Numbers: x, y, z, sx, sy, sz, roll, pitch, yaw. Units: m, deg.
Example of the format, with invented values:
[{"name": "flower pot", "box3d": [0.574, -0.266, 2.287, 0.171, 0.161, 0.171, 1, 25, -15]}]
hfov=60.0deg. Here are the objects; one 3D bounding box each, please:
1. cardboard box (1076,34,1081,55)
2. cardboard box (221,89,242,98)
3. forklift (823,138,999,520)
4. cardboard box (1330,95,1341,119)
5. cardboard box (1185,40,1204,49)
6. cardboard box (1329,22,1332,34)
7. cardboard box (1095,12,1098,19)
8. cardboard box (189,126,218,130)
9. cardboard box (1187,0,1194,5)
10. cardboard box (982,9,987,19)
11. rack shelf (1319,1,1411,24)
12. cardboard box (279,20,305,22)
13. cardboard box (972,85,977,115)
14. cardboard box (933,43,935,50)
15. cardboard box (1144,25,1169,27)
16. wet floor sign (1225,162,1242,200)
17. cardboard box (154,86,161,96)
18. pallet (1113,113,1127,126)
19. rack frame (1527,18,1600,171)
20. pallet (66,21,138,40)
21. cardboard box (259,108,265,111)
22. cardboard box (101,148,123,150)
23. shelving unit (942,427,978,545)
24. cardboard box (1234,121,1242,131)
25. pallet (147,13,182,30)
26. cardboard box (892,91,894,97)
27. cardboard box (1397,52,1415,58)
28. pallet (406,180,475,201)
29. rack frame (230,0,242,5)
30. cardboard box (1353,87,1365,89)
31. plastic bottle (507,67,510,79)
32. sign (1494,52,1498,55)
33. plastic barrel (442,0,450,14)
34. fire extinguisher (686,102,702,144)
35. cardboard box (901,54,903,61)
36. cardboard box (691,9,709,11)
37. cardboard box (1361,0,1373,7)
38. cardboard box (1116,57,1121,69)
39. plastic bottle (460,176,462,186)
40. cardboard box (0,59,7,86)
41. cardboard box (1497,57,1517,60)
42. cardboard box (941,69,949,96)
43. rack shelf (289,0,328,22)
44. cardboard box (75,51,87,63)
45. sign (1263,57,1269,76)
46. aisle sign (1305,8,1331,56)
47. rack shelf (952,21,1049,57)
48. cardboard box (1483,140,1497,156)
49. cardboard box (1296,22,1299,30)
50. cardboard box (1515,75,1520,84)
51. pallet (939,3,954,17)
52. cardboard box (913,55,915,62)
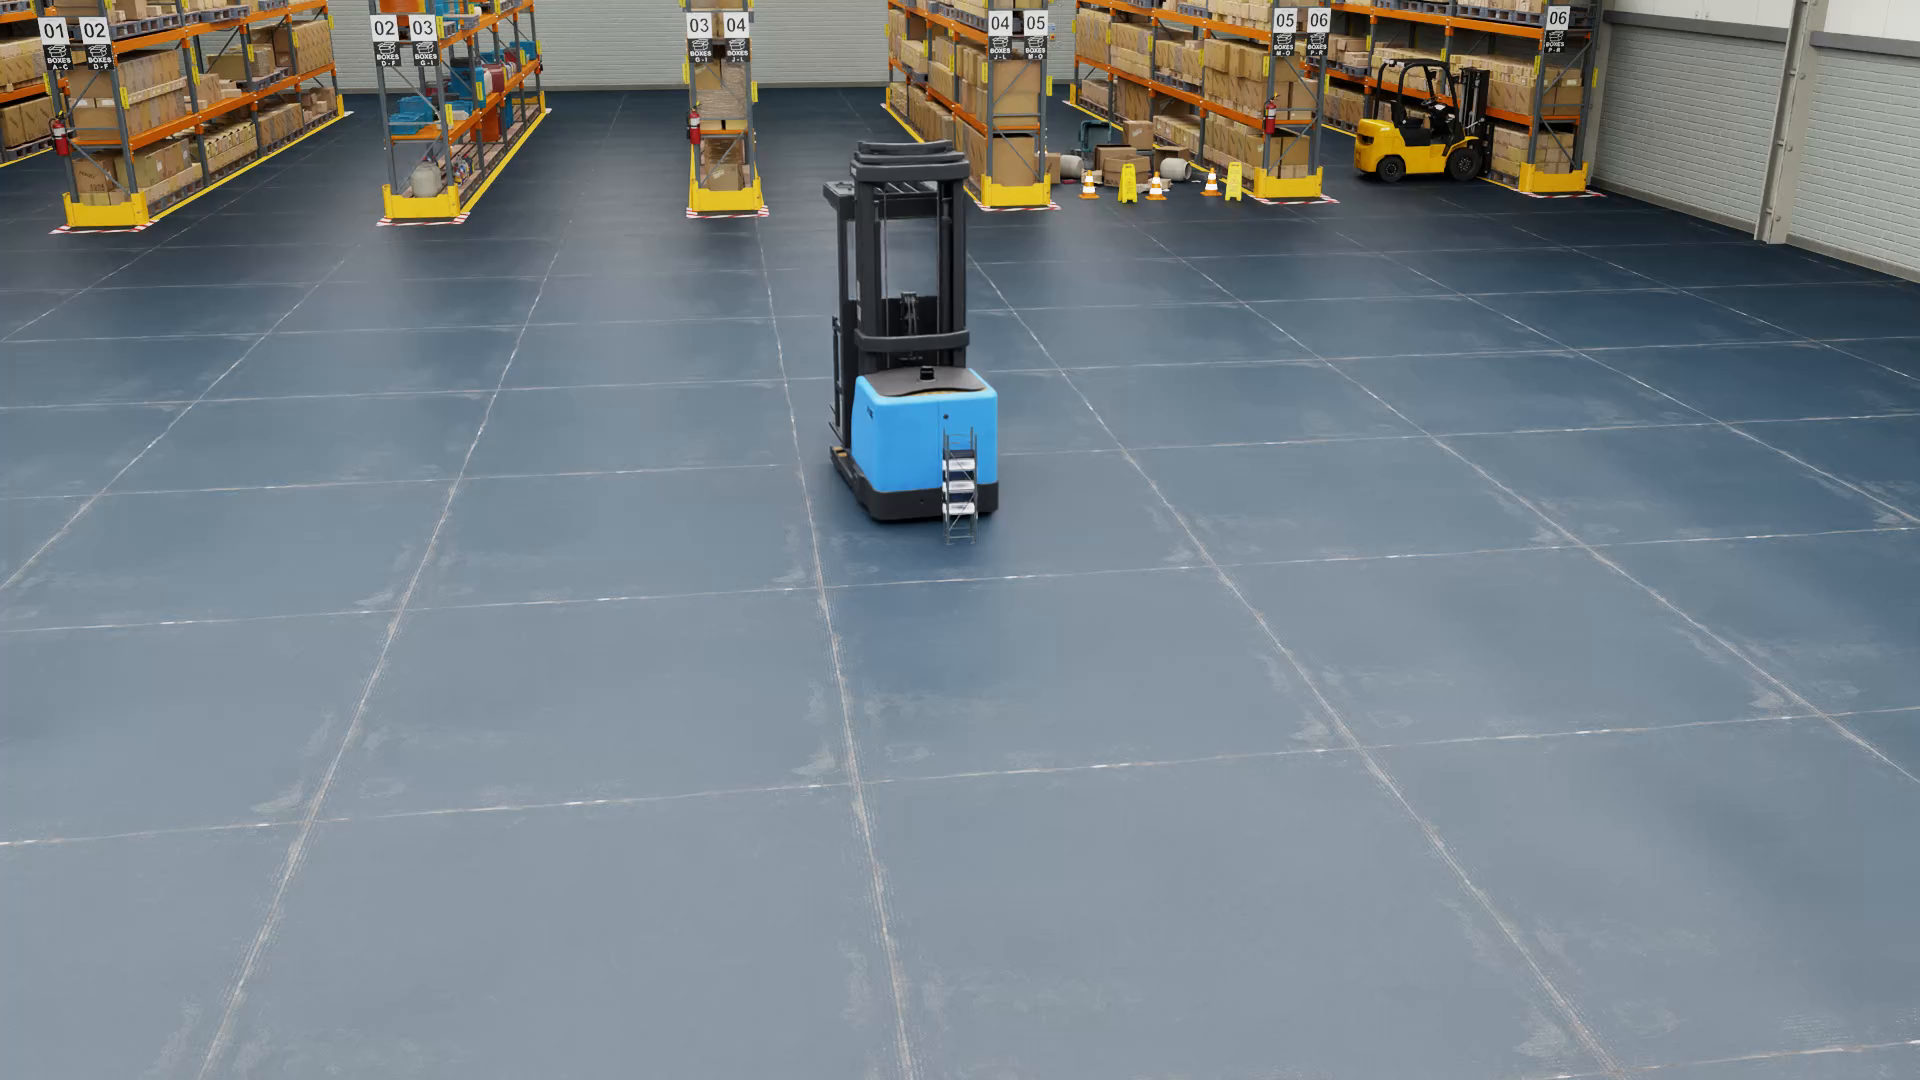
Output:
[{"name": "cardboard box", "box3d": [3.323, -12.928, 43.400, 0.500, 0.500, 0.500, -3, 21, -8]}, {"name": "cardboard box", "box3d": [-14.516, -8.879, 33.060, 0.380, 0.149, 0.250, -3, 21, -8]}, {"name": "forklift", "box3d": [-0.549, -2.015, 14.421, 1.130, 2.935, 3.031, -5, 21, -14]}, {"name": "cardboard box", "box3d": [9.096, -10.239, 39.315, 0.500, 0.500, 0.500, -4, 21, -10]}, {"name": "cardboard box", "box3d": [4.803, -10.074, 33.806, 0.380, 0.149, 0.250, -4, 21, -10]}, {"name": "cardboard box", "box3d": [9.074, -12.878, 42.126, 0.500, 0.500, 0.500, -3, 21, -9]}, {"name": "cardboard box", "box3d": [3.583, -13.117, 41.549, 0.380, 0.149, 0.250, -3, 21, -8]}, {"name": "cardboard box", "box3d": [-15.050, -8.088, 33.111, 0.500, 0.311, 0.500, -3, 21, -9]}, {"name": "cardboard box", "box3d": [4.900, -10.986, 33.669, 0.500, 0.250, 0.500, -3, 21, -7]}, {"name": "cardboard box", "box3d": [0.577, -8.867, 27.997, 0.380, 0.149, 0.250, -3, 21, -8]}, {"name": "rack shelf", "box3d": [9.314, -12.304, 38.614, 1.077, 0.370, 4.000, -3, 21, -8]}, {"name": "cardboard box", "box3d": [-16.269, -12.412, 40.589, 0.500, 0.500, 0.500, -2, 21, -6]}, {"name": "cardboard box", "box3d": [0.688, -8.005, 30.147, 0.875, 0.550, 0.500, -3, 21, -8]}, {"name": "cardboard box", "box3d": [-0.405, -11.347, 38.219, 0.380, 0.149, 0.250, -3, 21, -8]}, {"name": "cardboard box", "box3d": [4.563, -11.695, 38.669, 0.500, 0.500, 0.500, -2, 21, -6]}, {"name": "wet floor sign", "box3d": [4.813, -6.299, 29.160, 0.267, 0.644, 0.232, 4, 21, 11]}, {"name": "cardboard box", "box3d": [-13.868, -7.645, 28.327, 0.380, 0.149, 0.250, -2, 21, -6]}, {"name": "pallet", "box3d": [4.300, -10.107, 39.976, 1.003, 0.211, 1.213, -3, 21, -8]}, {"name": "rack frame", "box3d": [10.756, -7.774, 29.743, 1.000, 3.000, 0.127, -3, 21, -8]}, {"name": "pallet", "box3d": [-13.842, -8.134, 26.546, 1.003, 0.211, 1.213, -3, 21, -8]}, {"name": "cardboard box", "box3d": [-15.514, -9.177, 36.442, 0.500, 0.500, 0.500, -3, 21, -7]}, {"name": "cardboard box", "box3d": [-14.367, -6.473, 28.518, 0.500, 0.500, 0.500, -3, 21, -8]}, {"name": "shelving unit", "box3d": [-0.001, -0.424, 13.066, 0.258, 0.900, 0.210, -3, 21, -8]}, {"name": "cardboard box", "box3d": [5.282, -7.652, 30.748, 0.380, 0.149, 0.250, -2, 21, -5]}, {"name": "pallet", "box3d": [-14.194, -8.979, 28.808, 1.003, 0.211, 1.213, -3, 21, -8]}, {"name": "cardboard box", "box3d": [-1.541, -11.486, 42.730, 0.380, 0.149, 0.250, -3, 21, -8]}, {"name": "cardboard box", "box3d": [9.553, -10.323, 35.497, 0.380, 0.149, 0.250, -2, 21, -7]}, {"name": "pallet", "box3d": [-9.205, -6.193, 29.496, 1.003, 0.211, 1.213, -3, 21, -8]}, {"name": "rack frame", "box3d": [-14.919, -12.104, 32.763, 1.000, 3.000, 0.127, -3, 21, -8]}, {"name": "cardboard box", "box3d": [9.593, -10.699, 39.621, 0.380, 0.149, 0.250, -3, 21, -7]}, {"name": "plastic bottle", "box3d": [-10.038, -10.321, 36.740, 0.152, 0.276, 0.135, -3, 21, -8]}, {"name": "sign", "box3d": [10.728, -9.630, 33.362, 0.100, 0.325, 0.005, -3, 21, -8]}, {"name": "plastic barrel", "box3d": [-9.728, -9.963, 30.599, 0.600, 0.901, 0.708, -3, 21, -8]}, {"name": "fire extinguisher", "box3d": [-4.402, -6.923, 27.576, 0.296, 0.674, 0.183, -3, 21, -8]}, {"name": "cardboard box", "box3d": [-1.168, -11.312, 38.974, 0.380, 0.149, 0.250, -4, 21, -10]}, {"name": "cardboard box", "box3d": [-4.380, -8.810, 27.873, 0.380, 0.149, 0.250, -4, 21, -10]}, {"name": "cardboard box", "box3d": [9.288, -12.044, 37.103, 0.500, 0.250, 0.500, -4, 21, -10]}, {"name": "cardboard box", "box3d": [3.993, -11.262, 39.296, 0.500, 0.250, 0.500, -3, 21, -9]}, {"name": "plastic bottle", "box3d": [-8.831, -6.347, 29.293, 0.097, 0.201, 0.097, 0, 20, 0]}, {"name": "cardboard box", "box3d": [-19.637, -9.419, 33.552, 0.500, 0.500, 0.500, -2, 21, -6]}, {"name": "cardboard box", "box3d": [10.669, -9.290, 32.307, 0.380, 0.149, 0.250, -3, 21, -9]}, {"name": "cardboard box", "box3d": [-0.101, -9.186, 33.382, 0.500, 0.500, 0.500, -3, 21, -7]}, {"name": "rack shelf", "box3d": [-15.784, -12.439, 38.975, 1.077, 0.370, 4.000, -3, 21, -8]}, {"name": "cardboard box", "box3d": [-20.559, -11.010, 37.978, 0.980, 0.700, 0.700, -3, 21, -9]}, {"name": "sign", "box3d": [5.292, -8.191, 28.755, 0.100, 0.325, 0.005, -3, 21, -8]}, {"name": "aisle sign", "box3d": [6.160, -8.734, 28.598, 0.394, 0.787, 0.004, -3, 21, -8]}, {"name": "rack shelf", "box3d": [0.672, -8.998, 29.762, 1.077, 0.370, 4.000, -3, 21, -8]}, {"name": "cardboard box", "box3d": [10.219, -7.421, 31.414, 0.500, 0.250, 0.500, -3, 21, -9]}, {"name": "cardboard box", "box3d": [5.991, -9.027, 29.171, 0.380, 0.149, 0.250, -4, 21, -9]}, {"name": "cardboard box", "box3d": [10.385, -8.410, 30.377, 0.380, 0.149, 0.250, -3, 21, -7]}, {"name": "pallet", "box3d": [0.117, -10.717, 33.605, 1.003, 0.211, 1.213, -2, 21, -5]}, {"name": "cardboard box", "box3d": [-0.831, -10.644, 36.760, 0.380, 0.149, 0.250, -3, 21, -8]}]
